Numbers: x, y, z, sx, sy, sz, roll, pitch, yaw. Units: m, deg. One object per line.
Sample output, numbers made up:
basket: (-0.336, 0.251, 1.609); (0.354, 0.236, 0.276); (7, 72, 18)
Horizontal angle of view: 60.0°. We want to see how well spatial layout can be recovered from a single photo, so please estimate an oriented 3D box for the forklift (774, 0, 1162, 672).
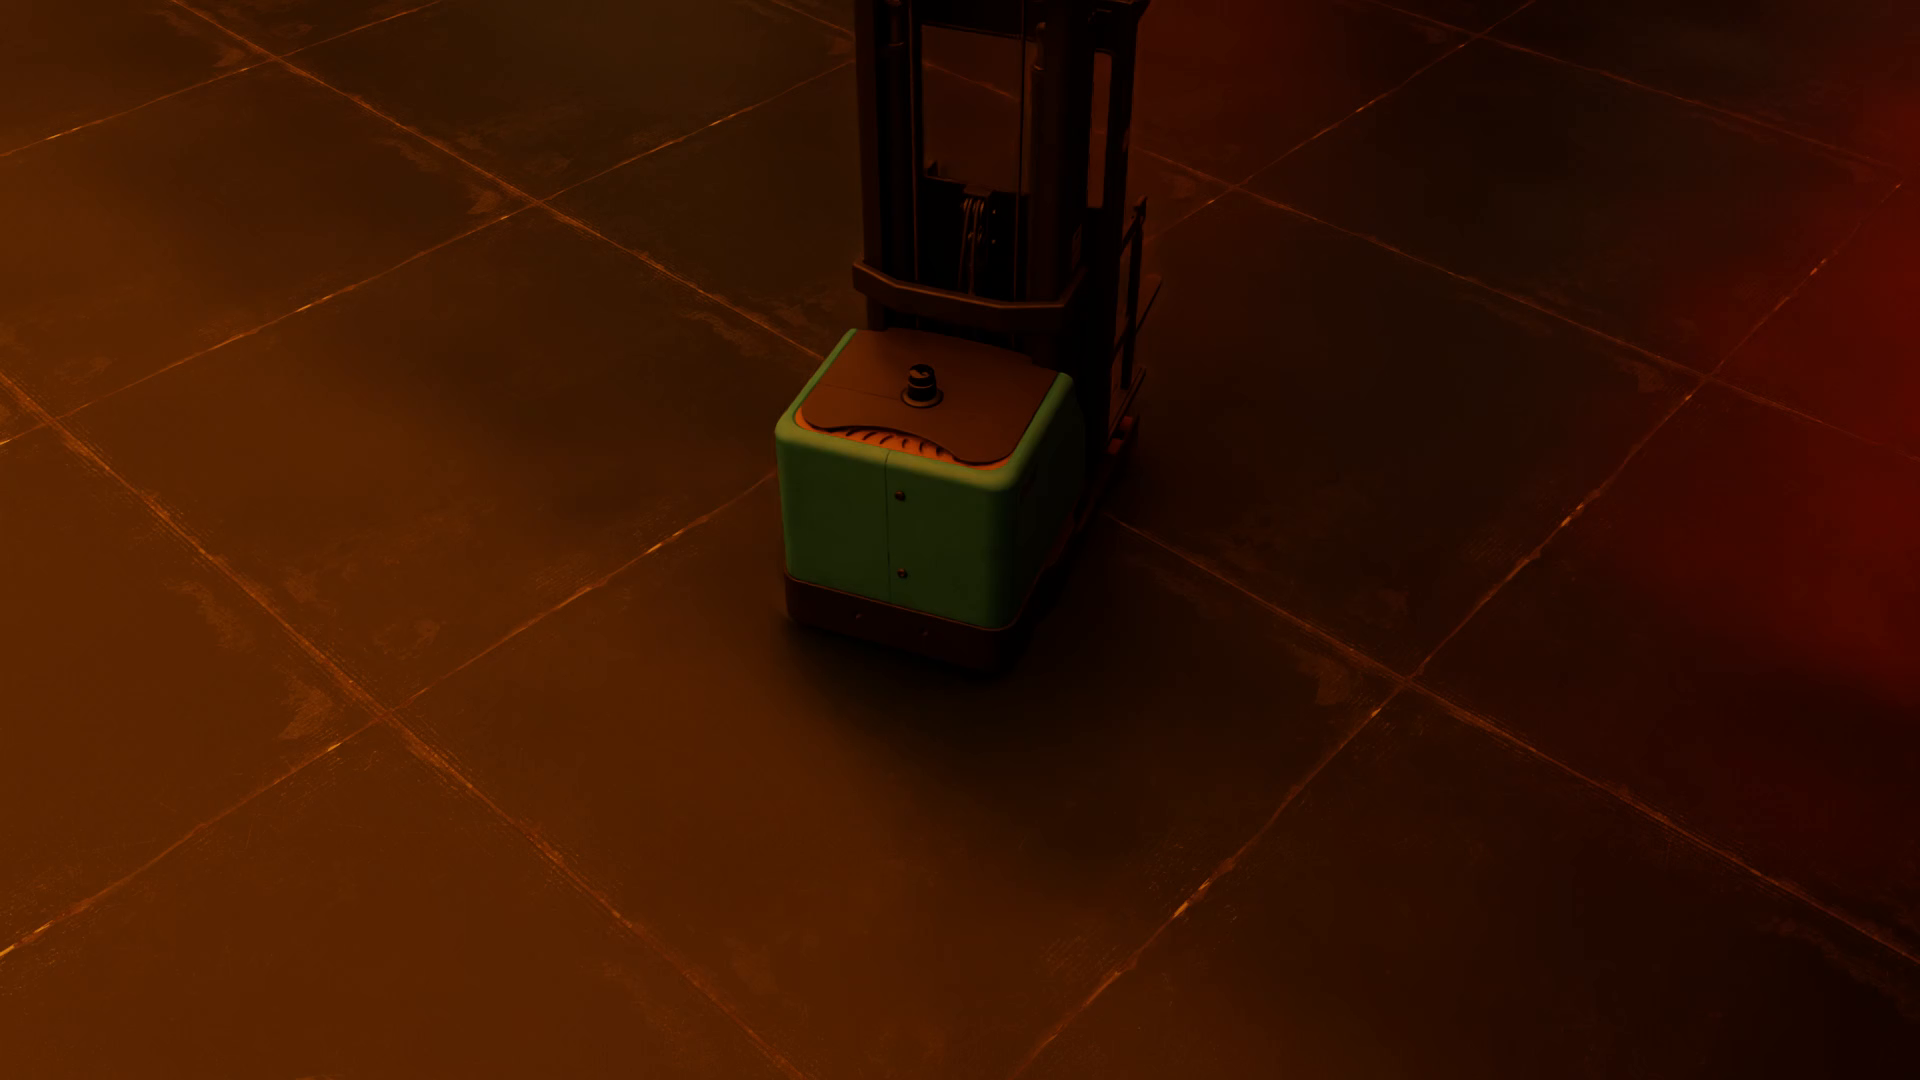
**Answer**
forklift: (0.241, -1.529, 7.211); (1.130, 2.935, 3.031); (14, 43, 15)
